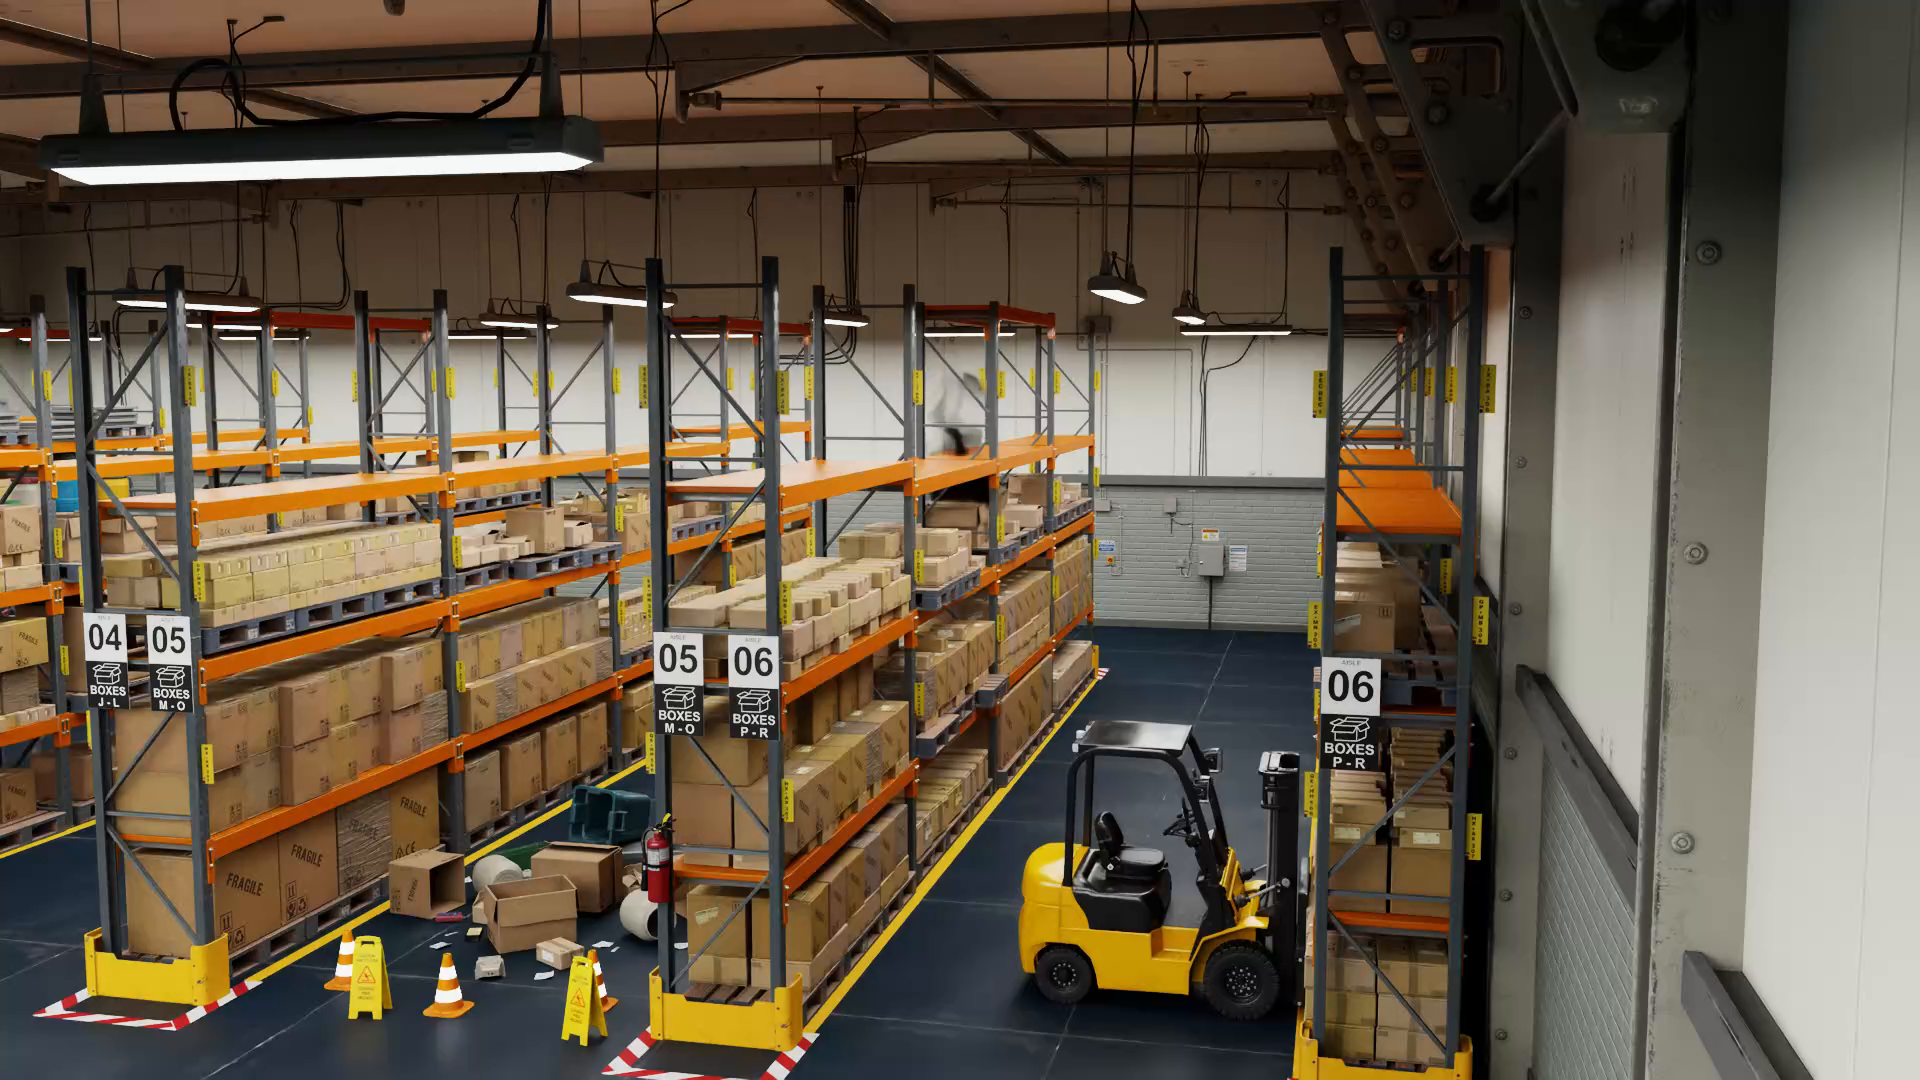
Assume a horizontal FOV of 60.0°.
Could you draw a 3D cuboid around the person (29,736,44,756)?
[{"bbox_3d":[-12.436,2.084,21.711,0.710,1.747,0.968,1,6,7],"label":"person"}]
